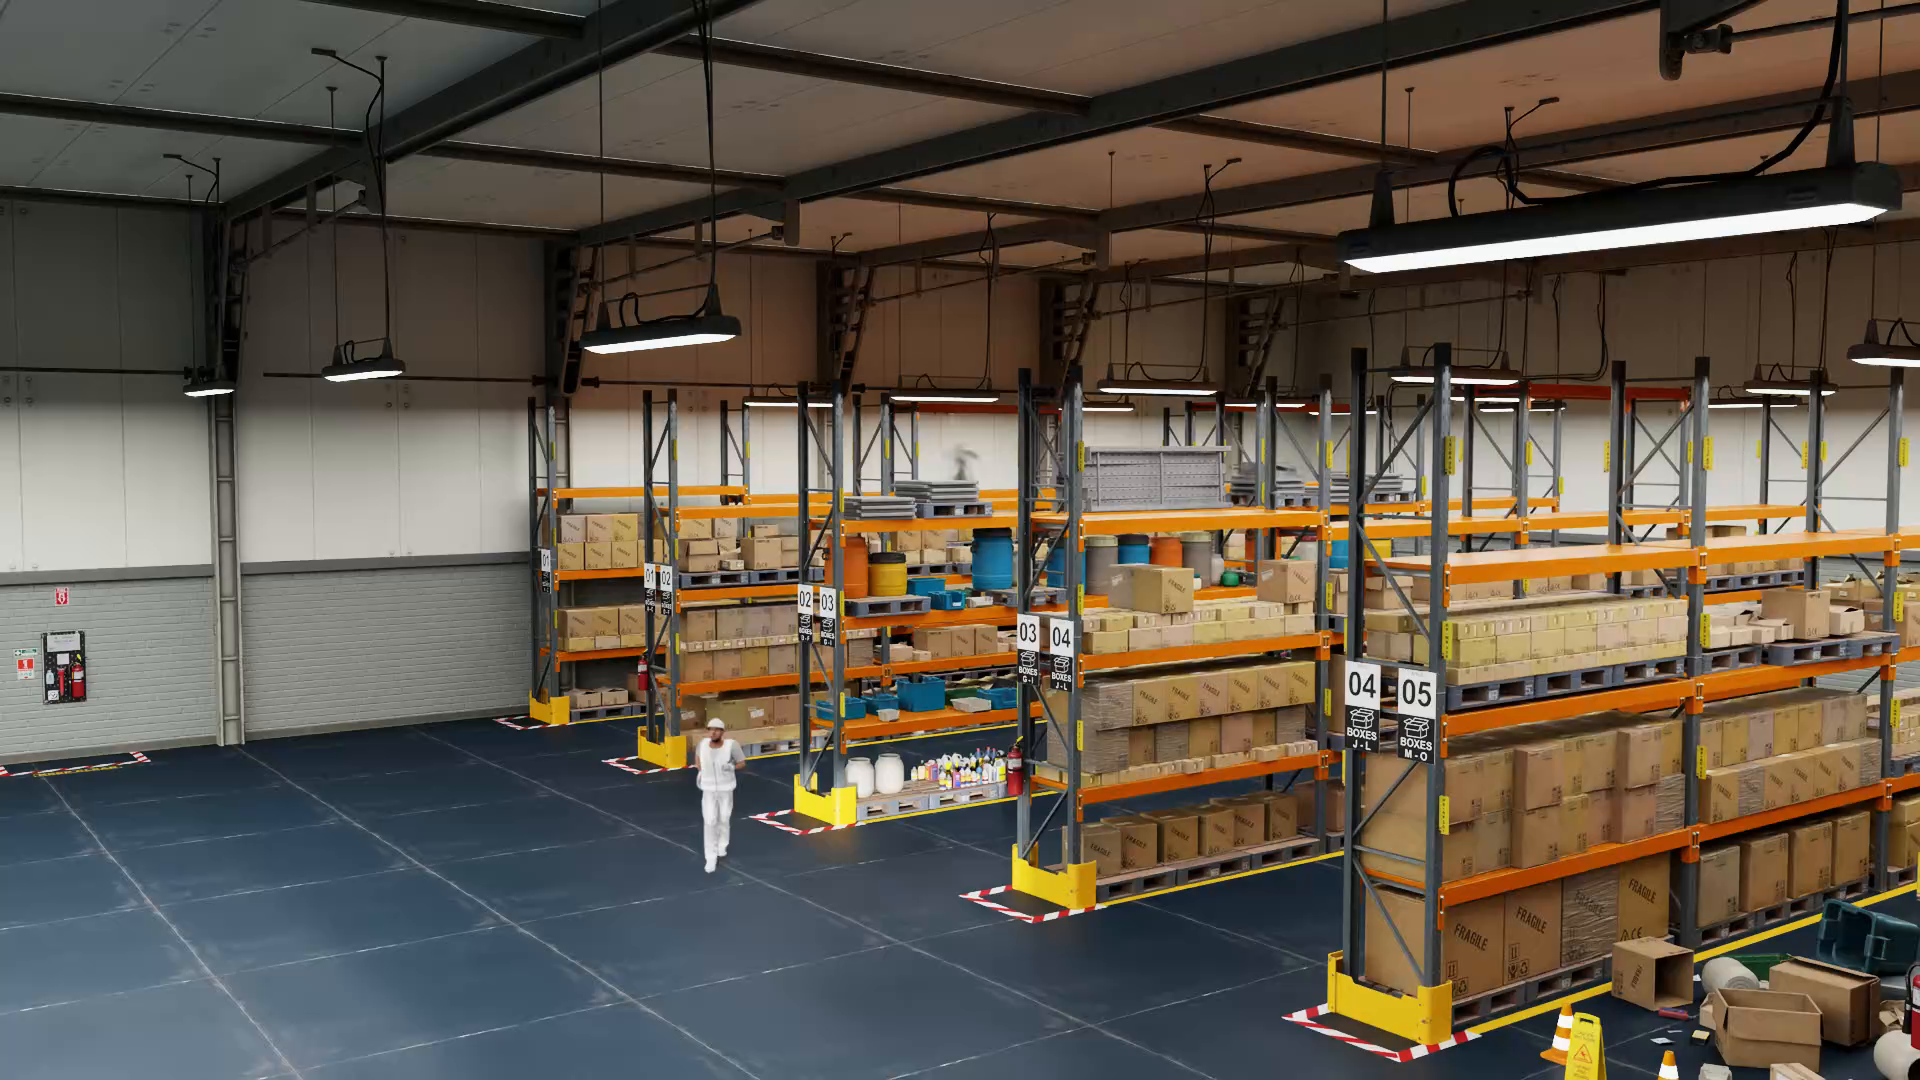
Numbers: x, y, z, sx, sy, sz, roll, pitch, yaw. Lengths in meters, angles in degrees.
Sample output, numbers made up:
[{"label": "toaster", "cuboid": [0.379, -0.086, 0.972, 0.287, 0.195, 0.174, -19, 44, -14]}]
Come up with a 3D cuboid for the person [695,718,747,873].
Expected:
[{"label": "person", "cuboid": [-2.932, 3.079, 20.306, 0.636, 1.844, 0.817, 0, 3, -3]}]
